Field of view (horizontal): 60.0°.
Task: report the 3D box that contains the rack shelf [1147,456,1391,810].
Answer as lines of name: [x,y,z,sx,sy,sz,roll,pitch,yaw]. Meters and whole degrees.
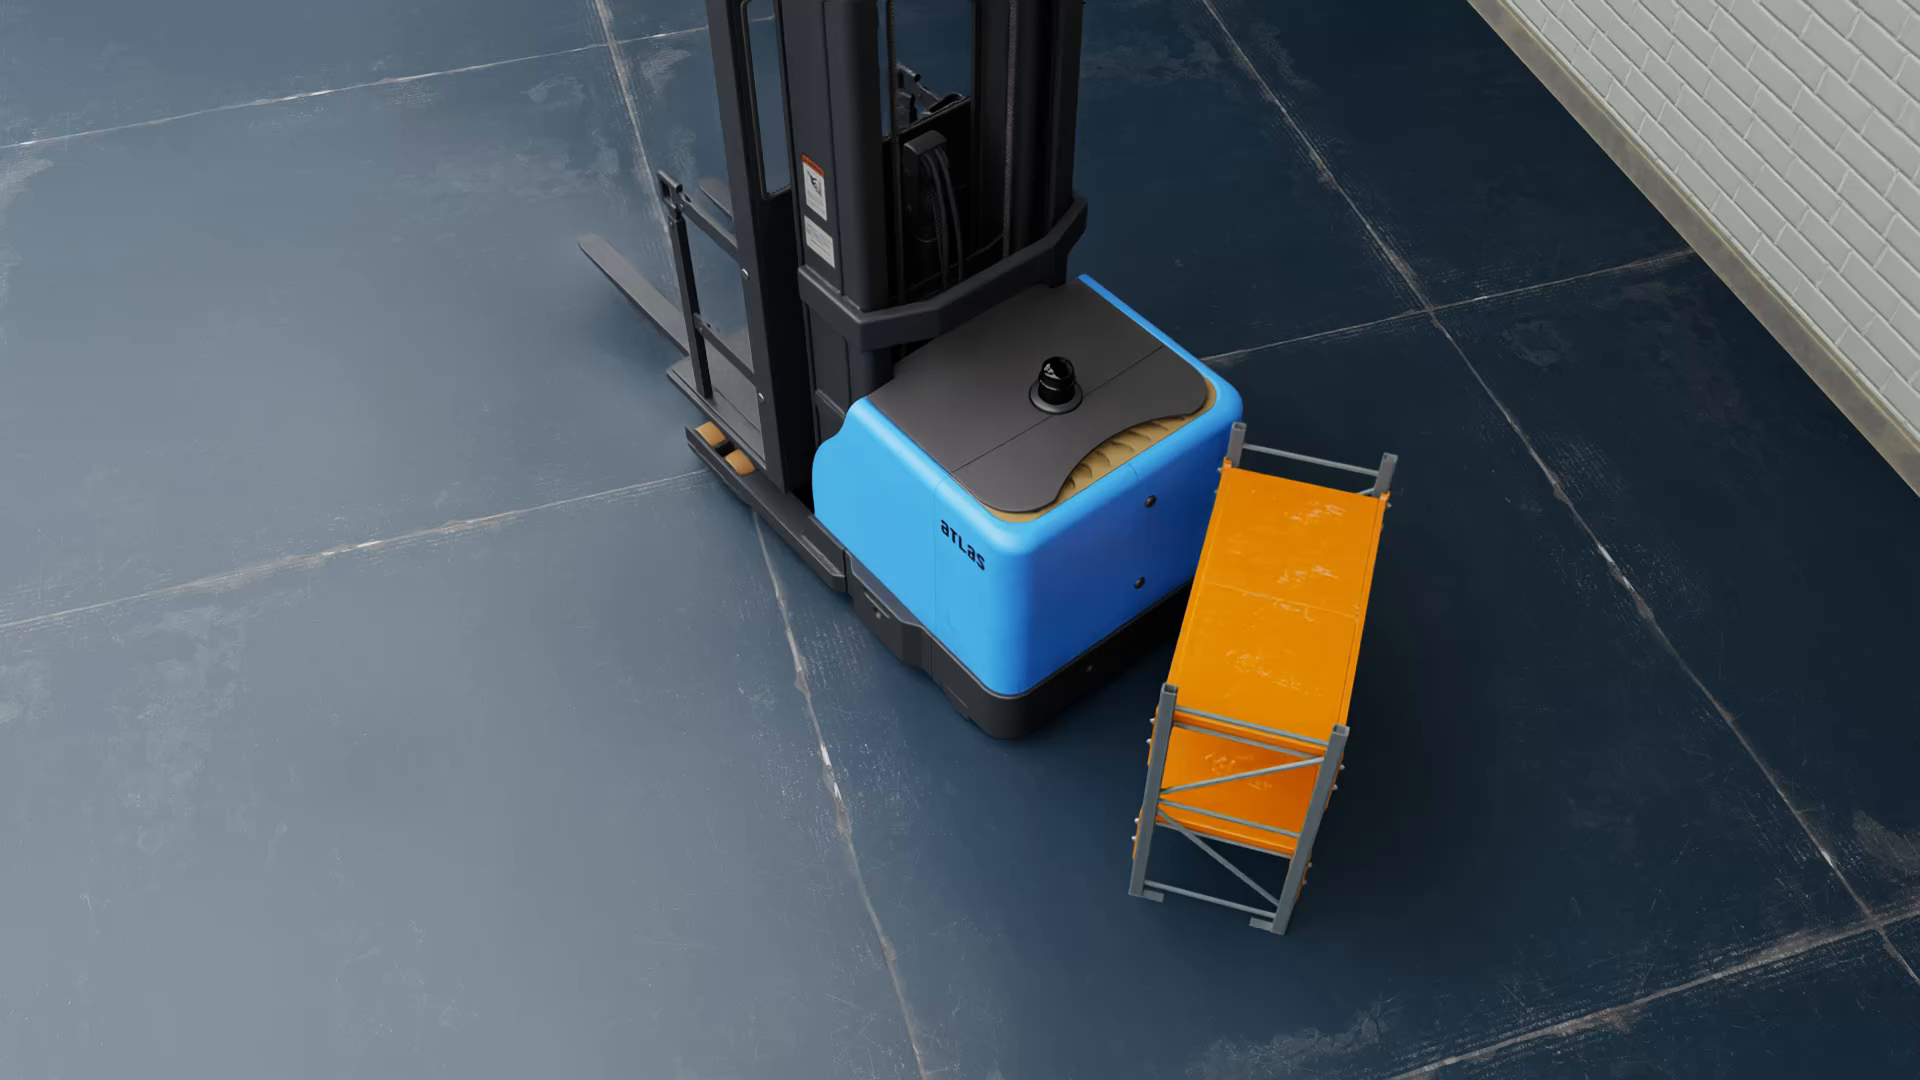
rack shelf: [0.926,0.249,4.921,0.538,0.278,1.000,13,51,11]

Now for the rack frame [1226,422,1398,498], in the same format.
rack frame: [1.071,0.066,5.459,0.500,1.125,0.032,13,51,11]

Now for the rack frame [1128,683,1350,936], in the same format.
rack frame: [0.780,0.810,4.831,0.500,1.125,0.032,13,51,11]

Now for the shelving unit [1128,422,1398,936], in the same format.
shelving unit: [0.926,0.438,5.145,0.538,1.125,1.048,13,51,11]

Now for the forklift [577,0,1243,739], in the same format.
forklift: [-0.406,-1.345,5.467,1.130,2.935,3.031,-32,57,-24]

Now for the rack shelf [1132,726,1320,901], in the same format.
rack shelf: [0.926,0.595,5.332,0.538,0.278,1.000,13,51,11]
